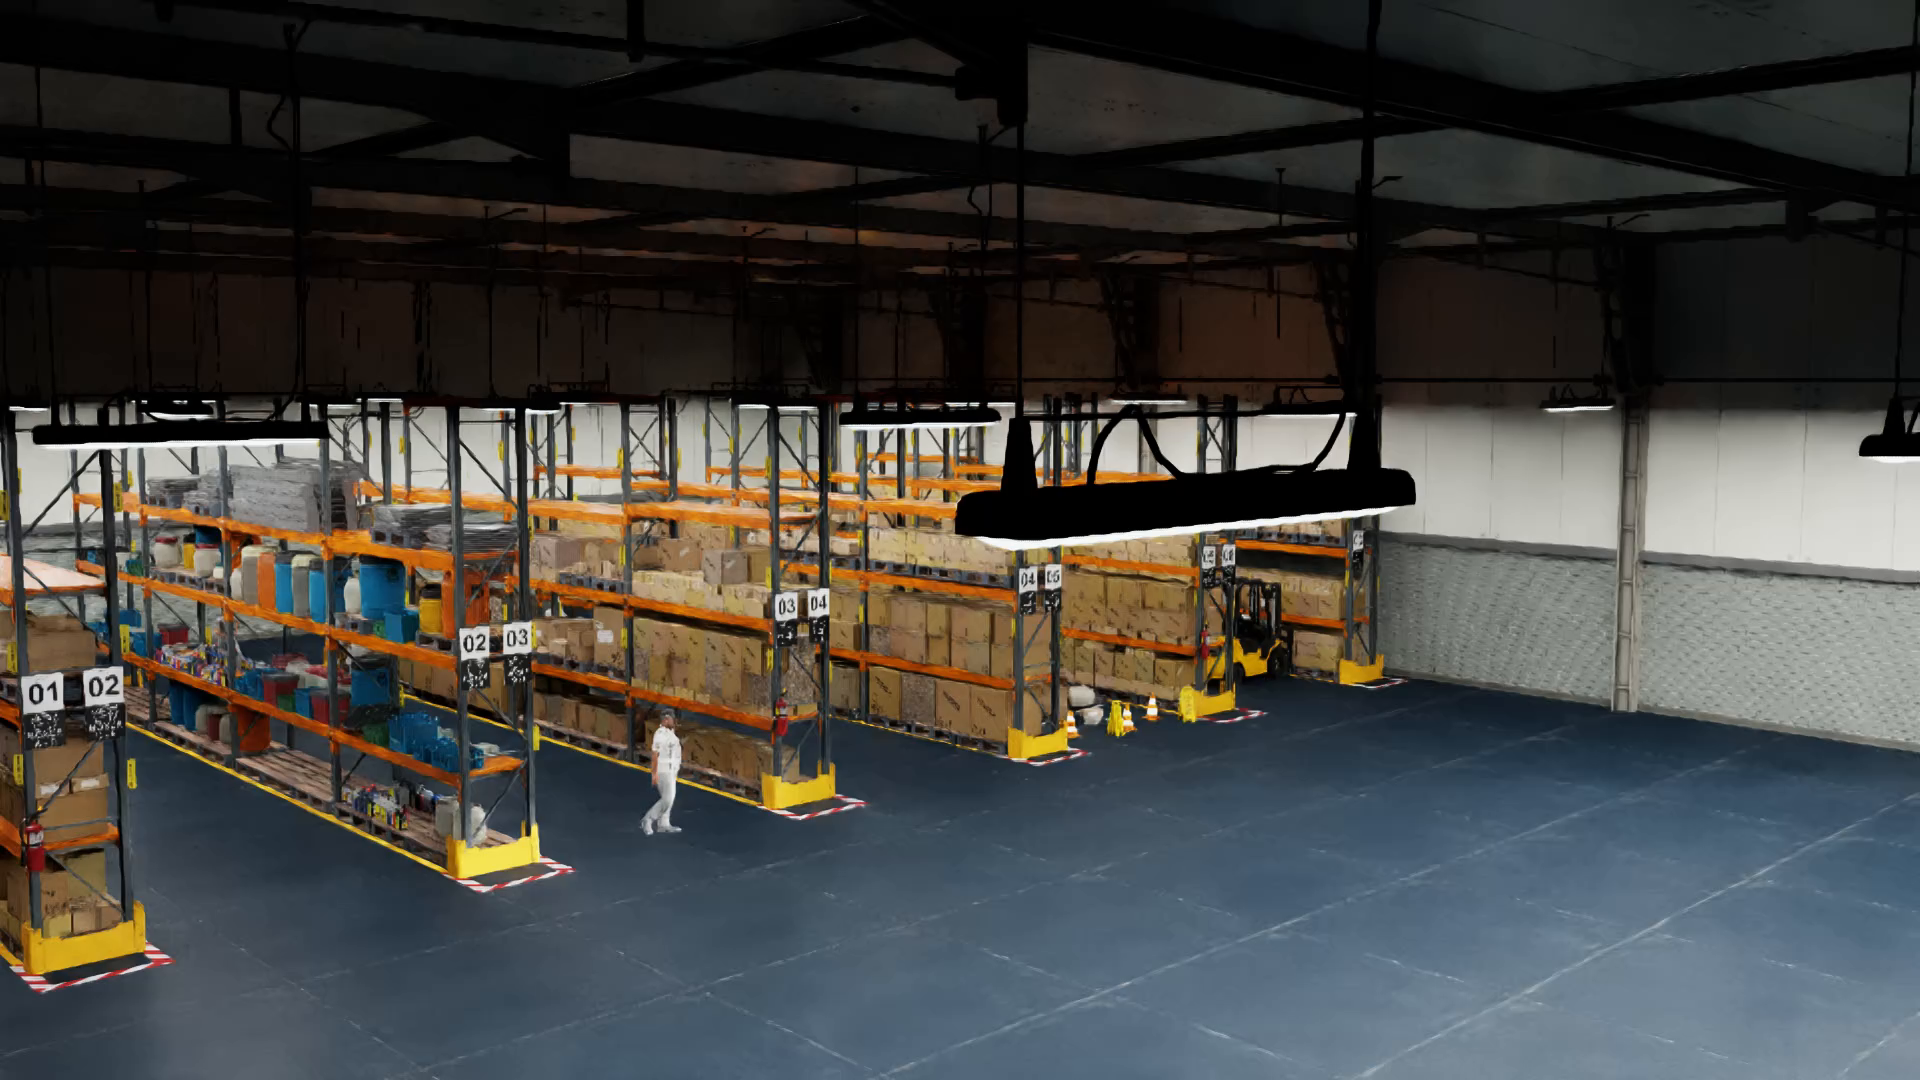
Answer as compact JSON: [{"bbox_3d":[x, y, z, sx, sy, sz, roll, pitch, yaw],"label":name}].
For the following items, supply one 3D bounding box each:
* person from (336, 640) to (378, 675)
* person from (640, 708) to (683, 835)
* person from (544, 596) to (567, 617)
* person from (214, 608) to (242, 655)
[{"bbox_3d":[-11.625,2.371,32.106,0.873,1.706,0.721,5,8,43],"label":"person"},{"bbox_3d":[-4.171,3.223,23.177,0.536,1.754,0.675,0,6,4],"label":"person"},{"bbox_3d":[-8.524,2.039,35.126,0.590,1.774,0.529,2,6,21],"label":"person"},{"bbox_3d":[-15.512,2.142,35.207,0.566,1.587,0.859,-4,7,-37],"label":"person"}]
